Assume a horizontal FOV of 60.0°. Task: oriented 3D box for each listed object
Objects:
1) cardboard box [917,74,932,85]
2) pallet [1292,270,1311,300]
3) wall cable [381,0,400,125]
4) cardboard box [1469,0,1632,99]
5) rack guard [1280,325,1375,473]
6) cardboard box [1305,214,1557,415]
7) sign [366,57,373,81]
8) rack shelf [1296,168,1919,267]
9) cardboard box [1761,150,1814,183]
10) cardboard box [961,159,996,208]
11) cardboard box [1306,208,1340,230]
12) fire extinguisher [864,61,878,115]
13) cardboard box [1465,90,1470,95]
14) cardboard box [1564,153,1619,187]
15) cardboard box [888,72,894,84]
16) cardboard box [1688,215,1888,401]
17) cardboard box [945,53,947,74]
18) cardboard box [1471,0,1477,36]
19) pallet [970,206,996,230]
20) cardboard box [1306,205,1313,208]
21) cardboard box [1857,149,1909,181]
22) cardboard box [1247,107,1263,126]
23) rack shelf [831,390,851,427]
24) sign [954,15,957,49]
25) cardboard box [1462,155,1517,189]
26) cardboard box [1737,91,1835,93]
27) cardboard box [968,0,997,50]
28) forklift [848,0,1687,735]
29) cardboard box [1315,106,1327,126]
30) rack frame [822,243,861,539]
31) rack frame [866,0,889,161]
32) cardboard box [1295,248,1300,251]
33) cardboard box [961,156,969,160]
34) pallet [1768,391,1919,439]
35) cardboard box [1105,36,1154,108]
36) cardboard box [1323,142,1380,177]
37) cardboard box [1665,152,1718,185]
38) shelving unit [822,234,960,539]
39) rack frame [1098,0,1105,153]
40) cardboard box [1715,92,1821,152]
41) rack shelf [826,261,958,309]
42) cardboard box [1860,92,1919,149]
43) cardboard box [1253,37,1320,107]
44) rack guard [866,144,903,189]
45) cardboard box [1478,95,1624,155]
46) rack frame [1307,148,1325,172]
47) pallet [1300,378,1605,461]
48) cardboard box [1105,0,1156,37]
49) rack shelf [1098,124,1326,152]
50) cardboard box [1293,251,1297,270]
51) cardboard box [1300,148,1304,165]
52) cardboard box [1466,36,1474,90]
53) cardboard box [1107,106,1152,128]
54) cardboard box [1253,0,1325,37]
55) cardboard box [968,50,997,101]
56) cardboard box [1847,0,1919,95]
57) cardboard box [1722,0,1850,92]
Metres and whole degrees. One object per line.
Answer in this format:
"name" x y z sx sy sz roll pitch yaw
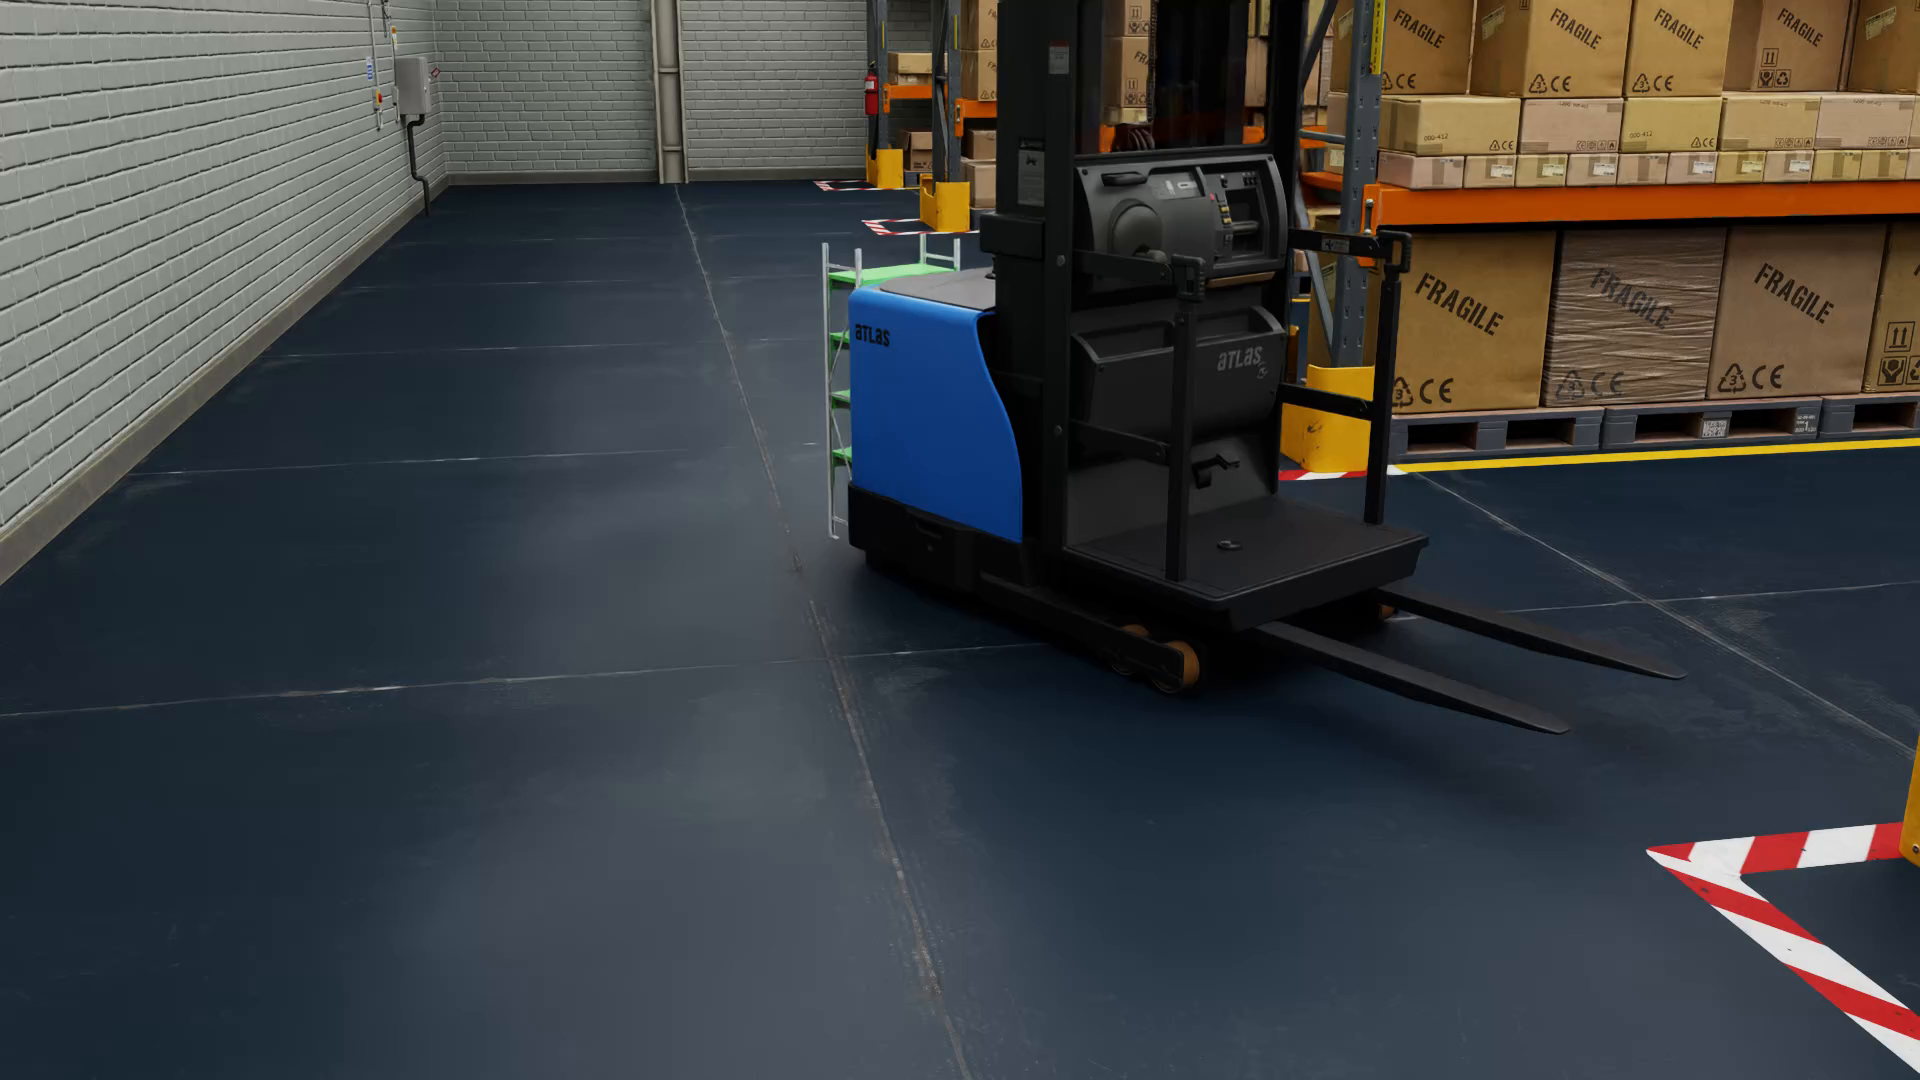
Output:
"cardboard box" -0.475 -6.058 21.855 0.250 0.149 0.380 -3 17 -9
"pallet" 2.967 -2.133 13.396 1.213 0.211 1.003 -3 17 -10
"wall cable" -5.958 -5.354 17.404 0.122 1.984 0.588 -3 17 -10
"cardboard box" 2.748 -2.330 7.760 0.500 0.500 0.500 -4 17 -12
"rack guard" 1.711 -0.728 8.330 0.348 0.500 1.175 -3 17 -10
"cardboard box" 2.348 -1.168 8.408 0.875 0.875 0.875 -3 17 -10
"sign" -5.728 -4.572 16.128 0.001 0.218 0.327 -3 17 -10
"rack shelf" 3.698 -1.691 8.435 4.000 0.370 1.077 -3 17 -10
"cardboard box" 3.913 -1.830 8.088 0.250 0.149 0.380 -3 17 -10
"cardboard box" 0.484 -3.822 17.796 0.875 0.438 0.875 -4 17 -12
"cardboard box" 2.760 -2.492 12.944 0.250 0.149 0.380 -3 17 -10
"fire extinguisher" -1.147 -5.855 21.532 0.183 0.674 0.296 -3 17 -10
"cardboard box" 2.658 -2.126 8.374 0.500 0.250 0.500 -4 17 -11
"cardboard box" 2.905 -1.772 7.902 0.250 0.149 0.380 -4 17 -11
"cardboard box" -0.816 -6.187 22.275 0.250 0.149 0.380 -3 17 -11
"cardboard box" 4.115 -1.268 8.735 0.875 0.875 0.875 -3 17 -10
"cardboard box" -0.099 -6.258 21.826 0.500 0.250 0.500 -3 17 -10
"cardboard box" 3.904 -4.116 12.723 0.500 0.500 0.500 -4 17 -12
"pallet" 0.625 -3.515 17.896 1.213 0.211 1.003 -3 17 -10
"cardboard box" 2.652 -2.643 13.434 0.250 0.149 0.380 -4 17 -12
"cardboard box" 4.414 -1.858 8.179 0.250 0.149 0.380 -3 17 -9
"cardboard box" 2.289 -3.251 12.714 0.250 0.149 0.380 -3 17 -11
"rack shelf" -0.271 -0.547 6.768 0.480 0.148 0.258 -14 22 -37
"sign" -0.046 -5.072 16.608 0.005 0.325 0.100 -3 17 -10
"cardboard box" 2.397 -1.743 7.806 0.250 0.149 0.380 -4 17 -11
"cardboard box" 4.154 -2.210 8.647 0.500 0.250 0.500 -3 17 -9
"cardboard box" 0.380 -5.251 16.926 0.500 0.500 0.500 -4 17 -12
"forklift" 0.884 -1.083 5.347 1.130 2.935 3.031 -14 22 -37
"cardboard box" 2.795 -3.265 12.759 0.250 0.149 0.380 -3 17 -8
"rack frame" -0.459 -0.563 6.601 0.015 1.200 0.240 -14 22 -37
"rack frame" -1.091 -6.212 21.926 0.127 3.000 1.000 -3 17 -10
"cardboard box" 2.474 -2.358 13.014 0.250 0.149 0.380 -4 18 -13
"cardboard box" -0.048 -5.069 22.346 0.250 0.149 0.380 -4 18 -13
"pallet" 4.901 -0.794 9.037 1.213 0.211 1.003 -3 17 -10
"cardboard box" 1.386 -3.495 12.404 0.500 0.500 0.500 -2 17 -8
"cardboard box" 2.022 -1.919 8.378 0.250 0.149 0.380 -3 17 -9
"cardboard box" 3.408 -1.801 7.994 0.250 0.149 0.380 -3 17 -11
"shelving unit" -0.271 -0.608 6.749 0.503 1.200 0.258 -14 22 -37
"rack frame" 0.893 -3.359 12.641 0.127 3.000 1.000 -3 17 -10
"cardboard box" 3.772 -2.032 8.067 0.500 0.250 0.500 -4 17 -12
"rack shelf" -0.271 -1.006 6.627 0.480 0.148 0.258 -14 22 -37
"cardboard box" 4.771 -2.088 8.248 0.500 0.250 0.500 -3 17 -9
"cardboard box" 2.390 -3.556 12.602 0.500 0.500 0.500 -3 17 -10
"rack guard" -1.016 -5.021 22.307 0.348 0.500 1.175 -3 17 -10
"cardboard box" 2.766 -1.974 7.879 0.500 0.250 0.500 -3 17 -11
"rack frame" 3.782 -5.004 17.994 0.127 3.000 1.000 -3 17 -10
"pallet" 2.505 -0.658 8.595 1.213 0.211 1.003 -3 17 -10
"cardboard box" 1.384 -3.976 12.268 0.500 0.500 0.500 -3 17 -11
"rack shelf" 2.857 -3.127 13.109 4.000 0.370 1.077 -3 17 -10
"cardboard box" 2.456 -2.213 13.047 0.250 0.149 0.380 -3 17 -10
"cardboard box" 4.877 -5.488 23.114 0.500 0.500 0.500 -4 17 -12
"cardboard box" 3.889 -3.635 12.862 0.500 0.500 0.500 -4 17 -12
"cardboard box" 1.273 -3.163 12.429 0.250 0.149 0.380 -3 17 -11
"cardboard box" 2.393 -4.028 12.439 0.500 0.500 0.500 -4 17 -12
"cardboard box" 0.380 -4.773 17.071 0.500 0.500 0.500 -3 17 -11
"cardboard box" 4.769 -2.446 8.139 0.500 0.500 0.500 -3 17 -10
"cardboard box" 4.148 -2.567 8.533 0.500 0.500 0.500 -4 17 -12
